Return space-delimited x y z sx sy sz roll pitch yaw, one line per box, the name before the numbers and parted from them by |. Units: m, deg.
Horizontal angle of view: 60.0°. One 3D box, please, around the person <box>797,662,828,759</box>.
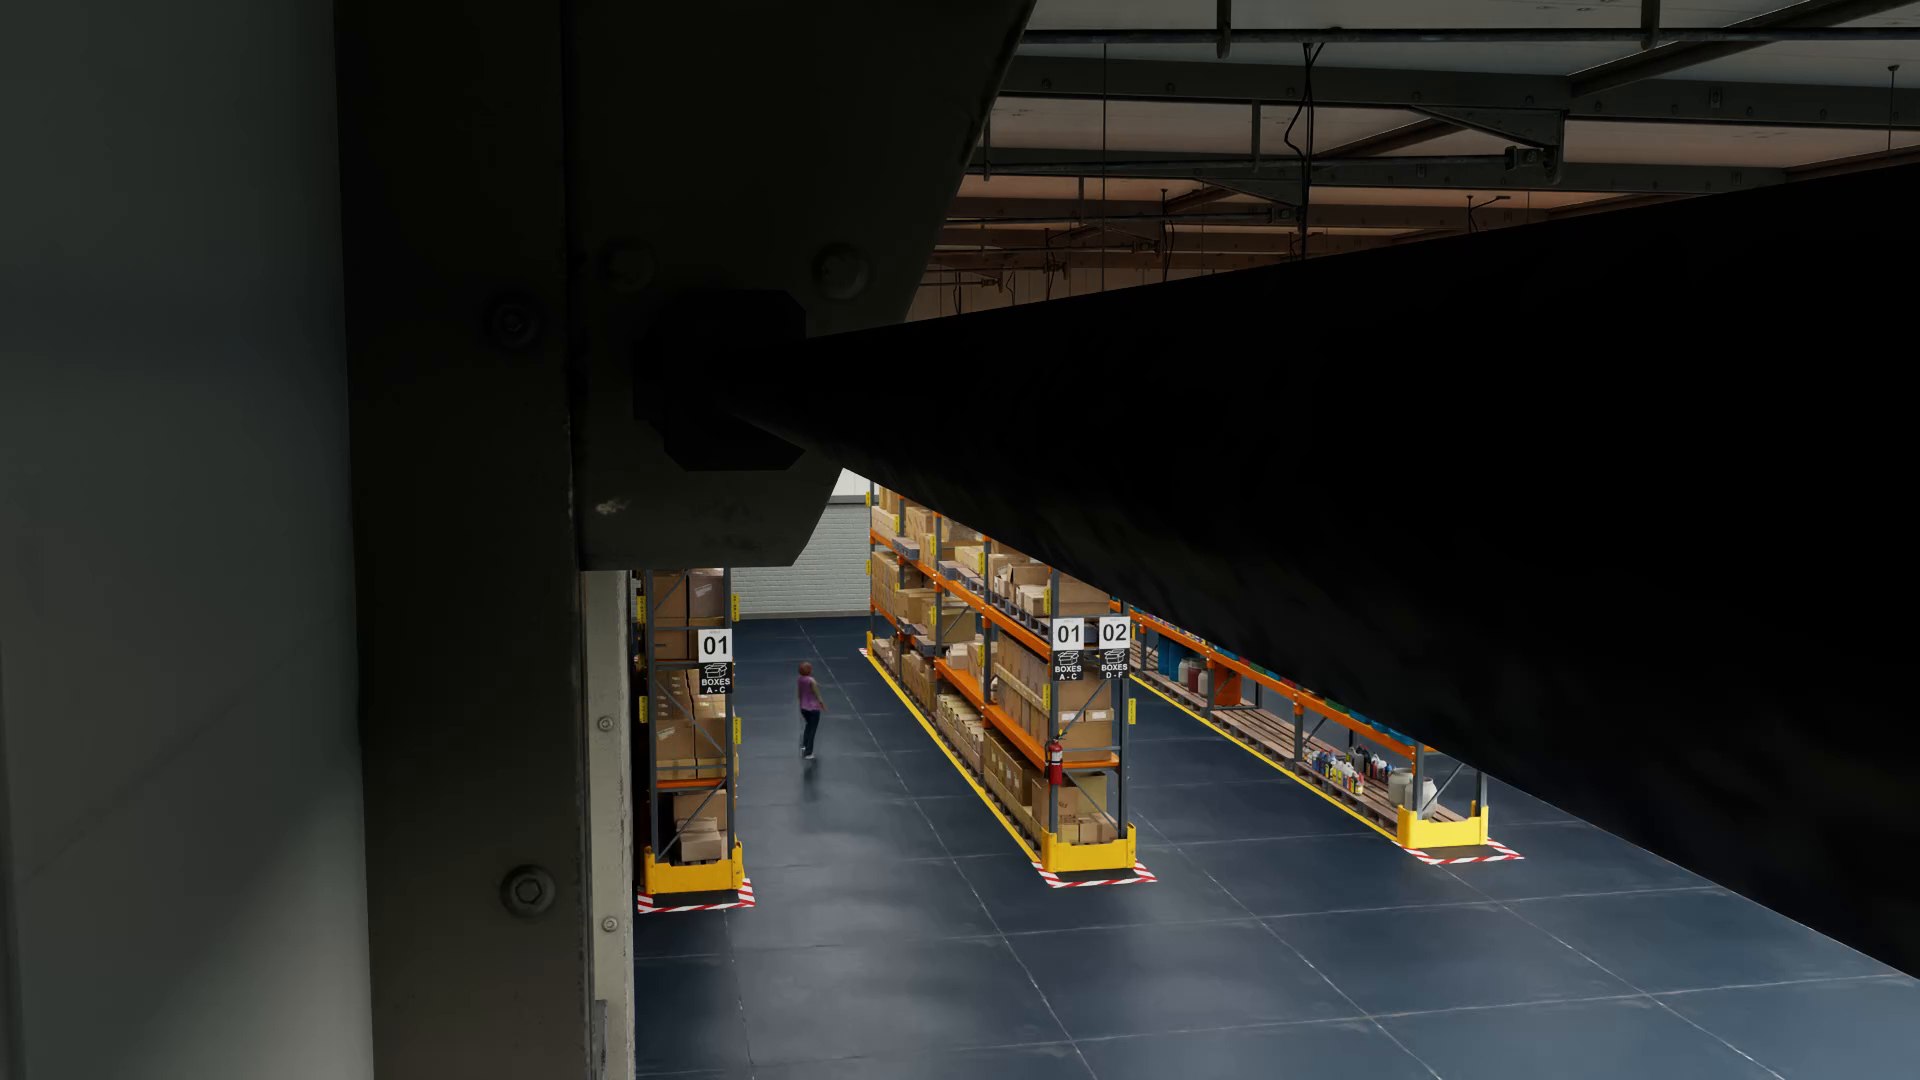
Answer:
person | -2.394 2.746 26.802 0.460 1.601 0.446 3 7 27
